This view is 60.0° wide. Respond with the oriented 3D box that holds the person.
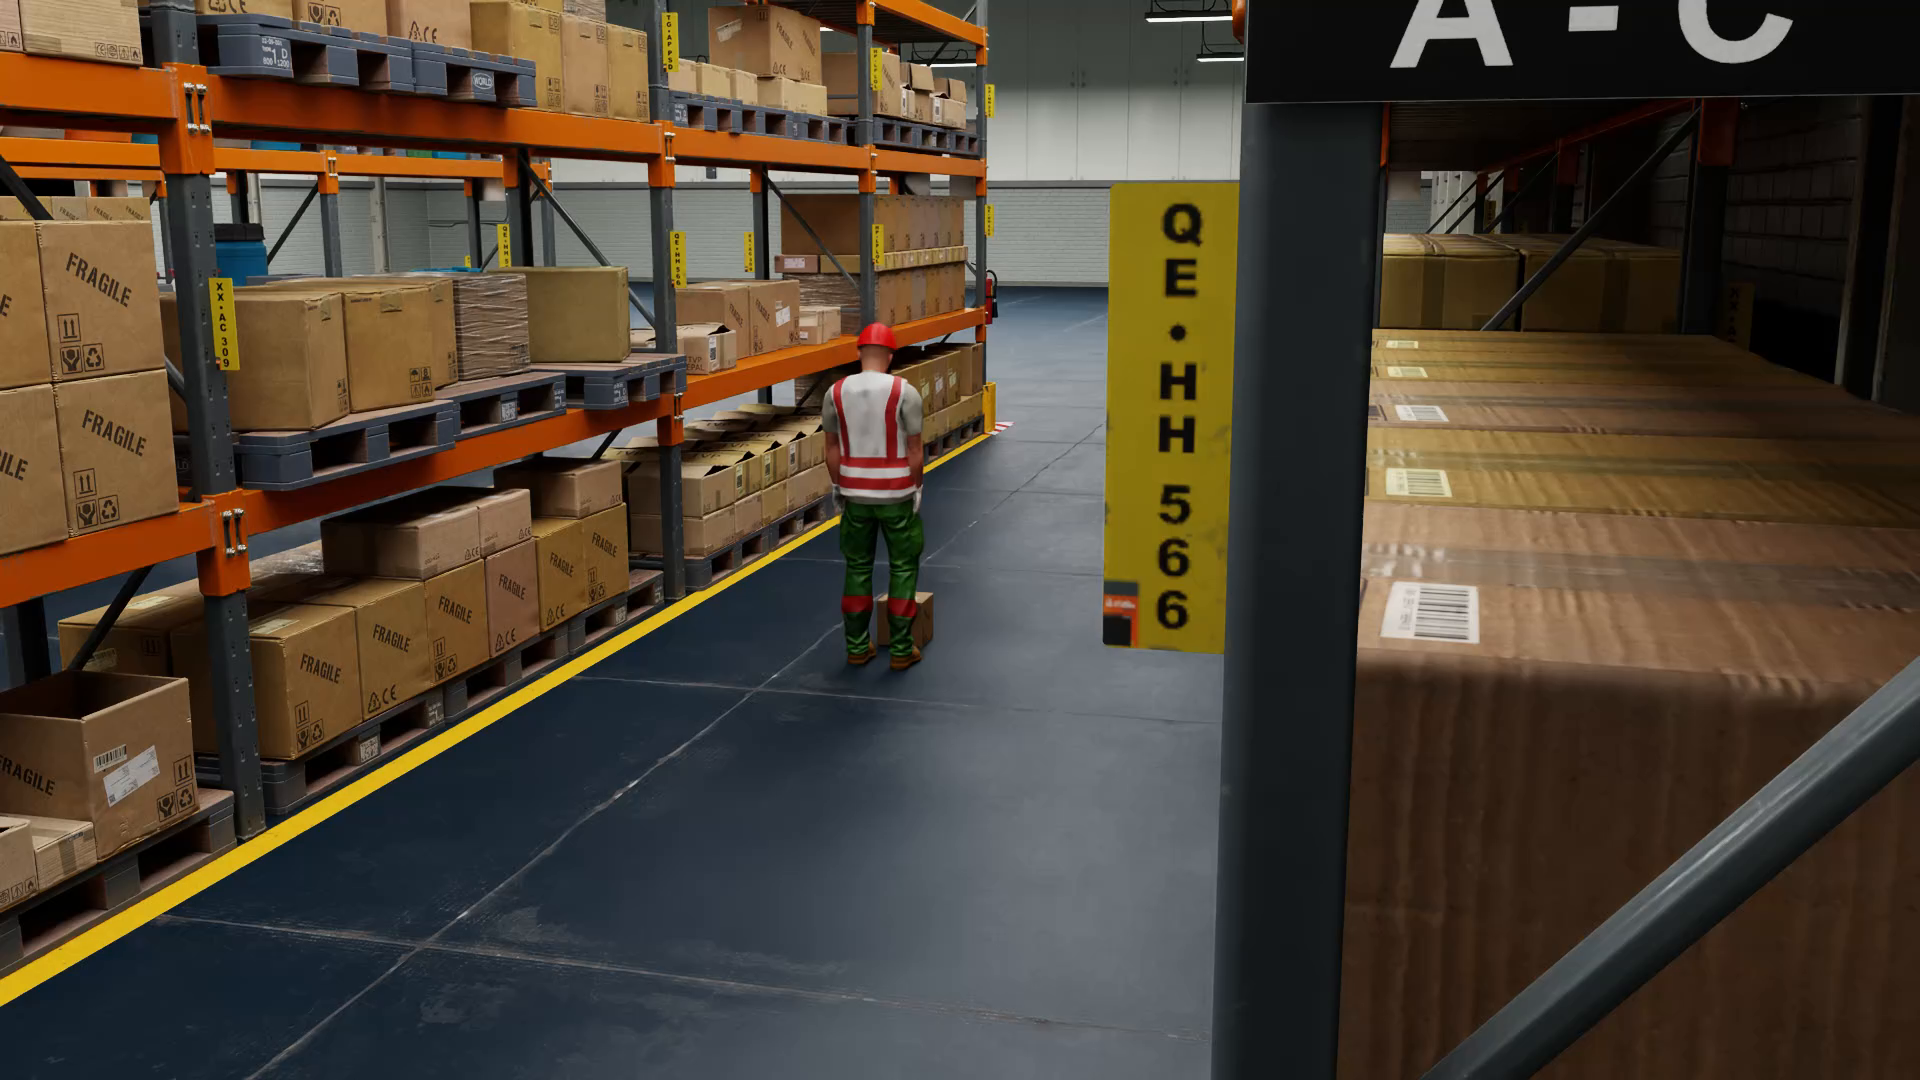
[{"bbox_3d":[-0.430,-0.228,8.574,0.533,1.767,0.388,3,12,15],"label":"person"}]
